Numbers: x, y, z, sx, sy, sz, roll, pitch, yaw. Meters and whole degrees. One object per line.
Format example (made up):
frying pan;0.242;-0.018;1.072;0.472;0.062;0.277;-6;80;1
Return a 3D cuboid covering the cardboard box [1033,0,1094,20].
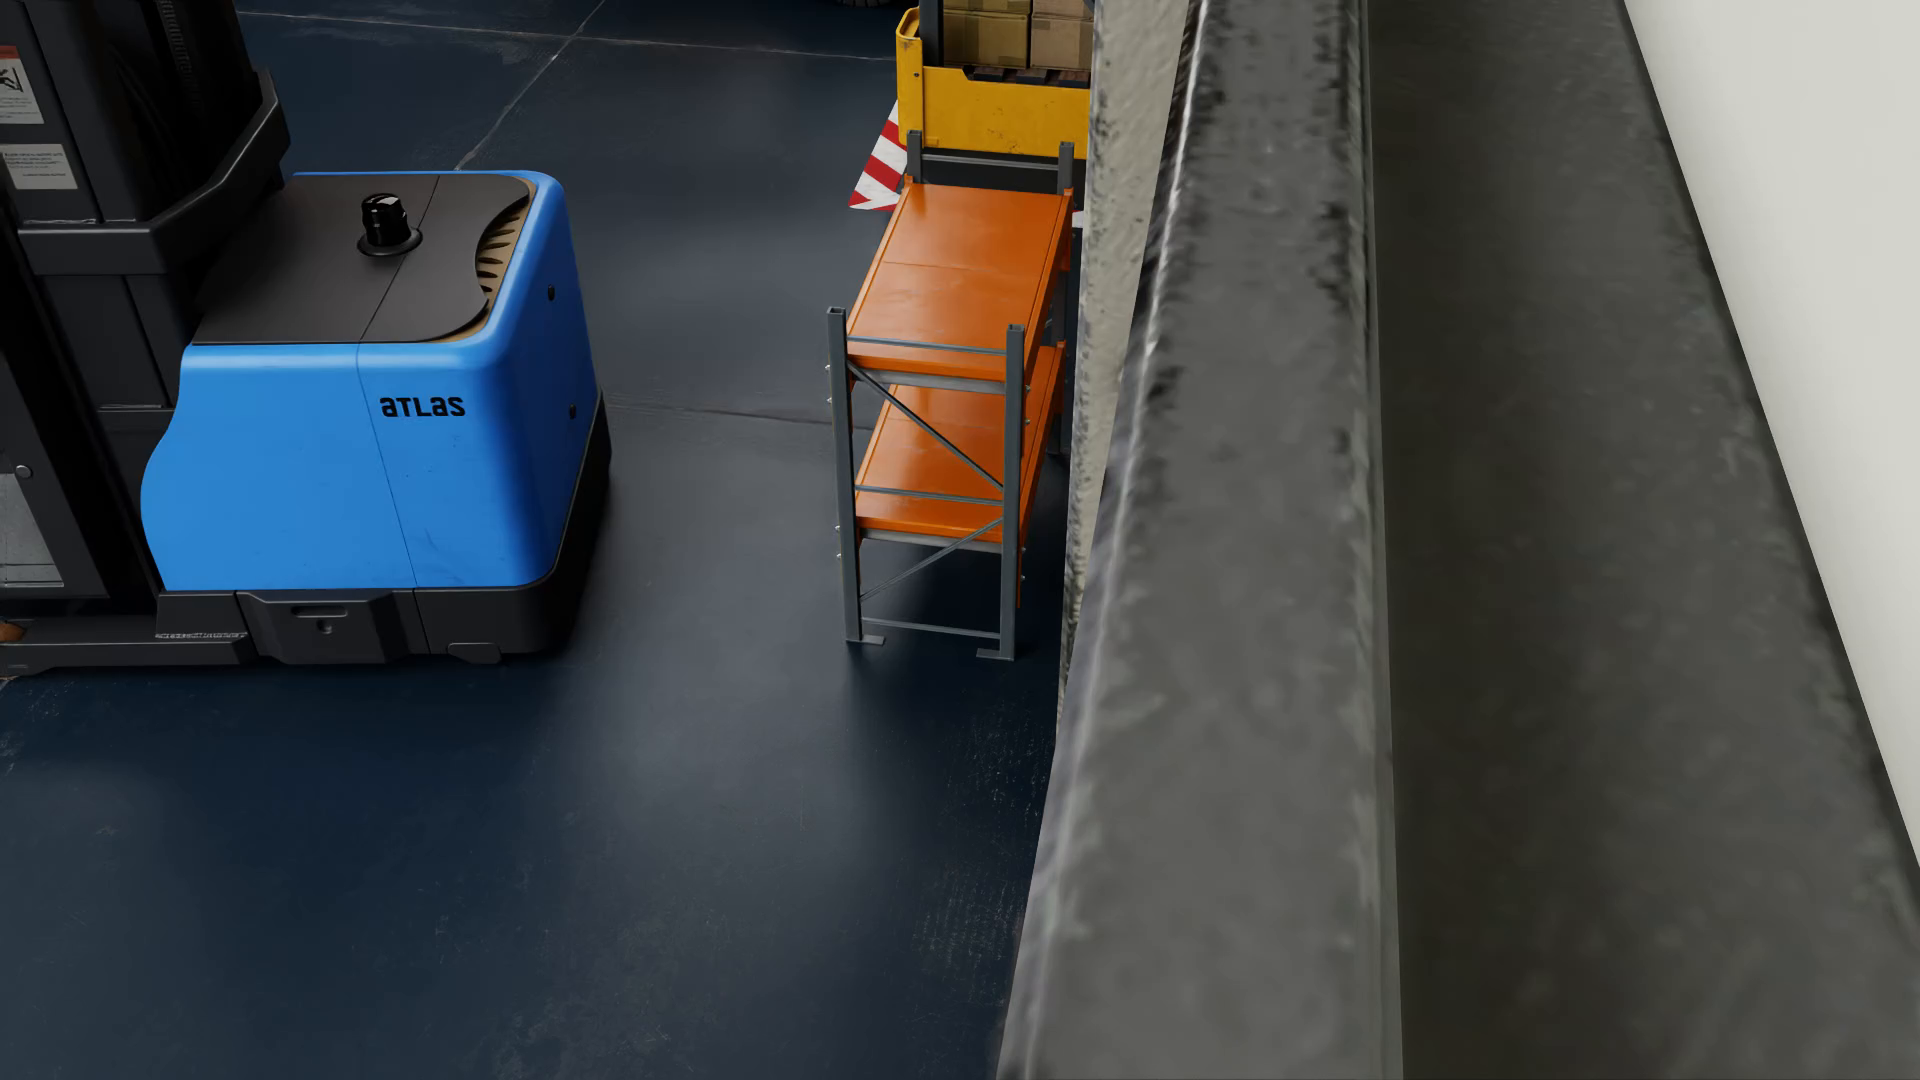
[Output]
cardboard box;0.613;-2.527;7.388;0.500;0.250;0.500;7;40;8

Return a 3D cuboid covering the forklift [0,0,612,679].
forklift;-2.654;-1.070;4.244;3.031;2.935;1.130;-1;40;-1

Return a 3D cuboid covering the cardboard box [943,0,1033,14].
cardboard box;0.103;-2.594;7.470;0.500;0.250;0.500;6;40;7

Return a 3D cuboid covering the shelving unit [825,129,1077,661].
shelving unit;0.001;-0.438;4.897;0.538;1.125;1.048;6;40;8

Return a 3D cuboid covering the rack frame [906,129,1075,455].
rack frame;0.089;-0.757;5.283;0.500;1.125;0.032;6;40;8

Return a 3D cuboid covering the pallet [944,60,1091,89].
pallet;0.418;-2.370;7.950;1.003;0.211;1.213;6;40;8

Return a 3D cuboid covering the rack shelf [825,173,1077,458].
rack shelf;0.001;-0.663;4.710;0.538;0.278;1.000;6;40;8

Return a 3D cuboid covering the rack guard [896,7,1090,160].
rack guard;0.323;-1.981;7.254;1.175;0.500;0.348;6;40;8

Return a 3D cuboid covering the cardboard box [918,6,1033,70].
cardboard box;0.097;-2.391;7.617;0.500;0.250;0.500;7;40;8

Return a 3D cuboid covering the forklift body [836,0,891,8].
forklift body;-1.142;-4.024;8.429;2.313;2.155;1.214;6;40;8

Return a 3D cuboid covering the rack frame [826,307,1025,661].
rack frame;-0.087;-0.119;4.511;0.500;1.125;0.032;6;40;8

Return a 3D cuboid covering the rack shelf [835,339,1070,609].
rack shelf;0.001;-0.249;5.053;0.538;0.278;1.000;6;40;8

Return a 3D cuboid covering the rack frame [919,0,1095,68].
rack frame;0.327;-2.960;6.476;1.000;3.000;0.127;6;40;8

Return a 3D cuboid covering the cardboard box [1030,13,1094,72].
cardboard box;0.604;-2.348;7.565;0.500;0.250;0.500;7;40;8
